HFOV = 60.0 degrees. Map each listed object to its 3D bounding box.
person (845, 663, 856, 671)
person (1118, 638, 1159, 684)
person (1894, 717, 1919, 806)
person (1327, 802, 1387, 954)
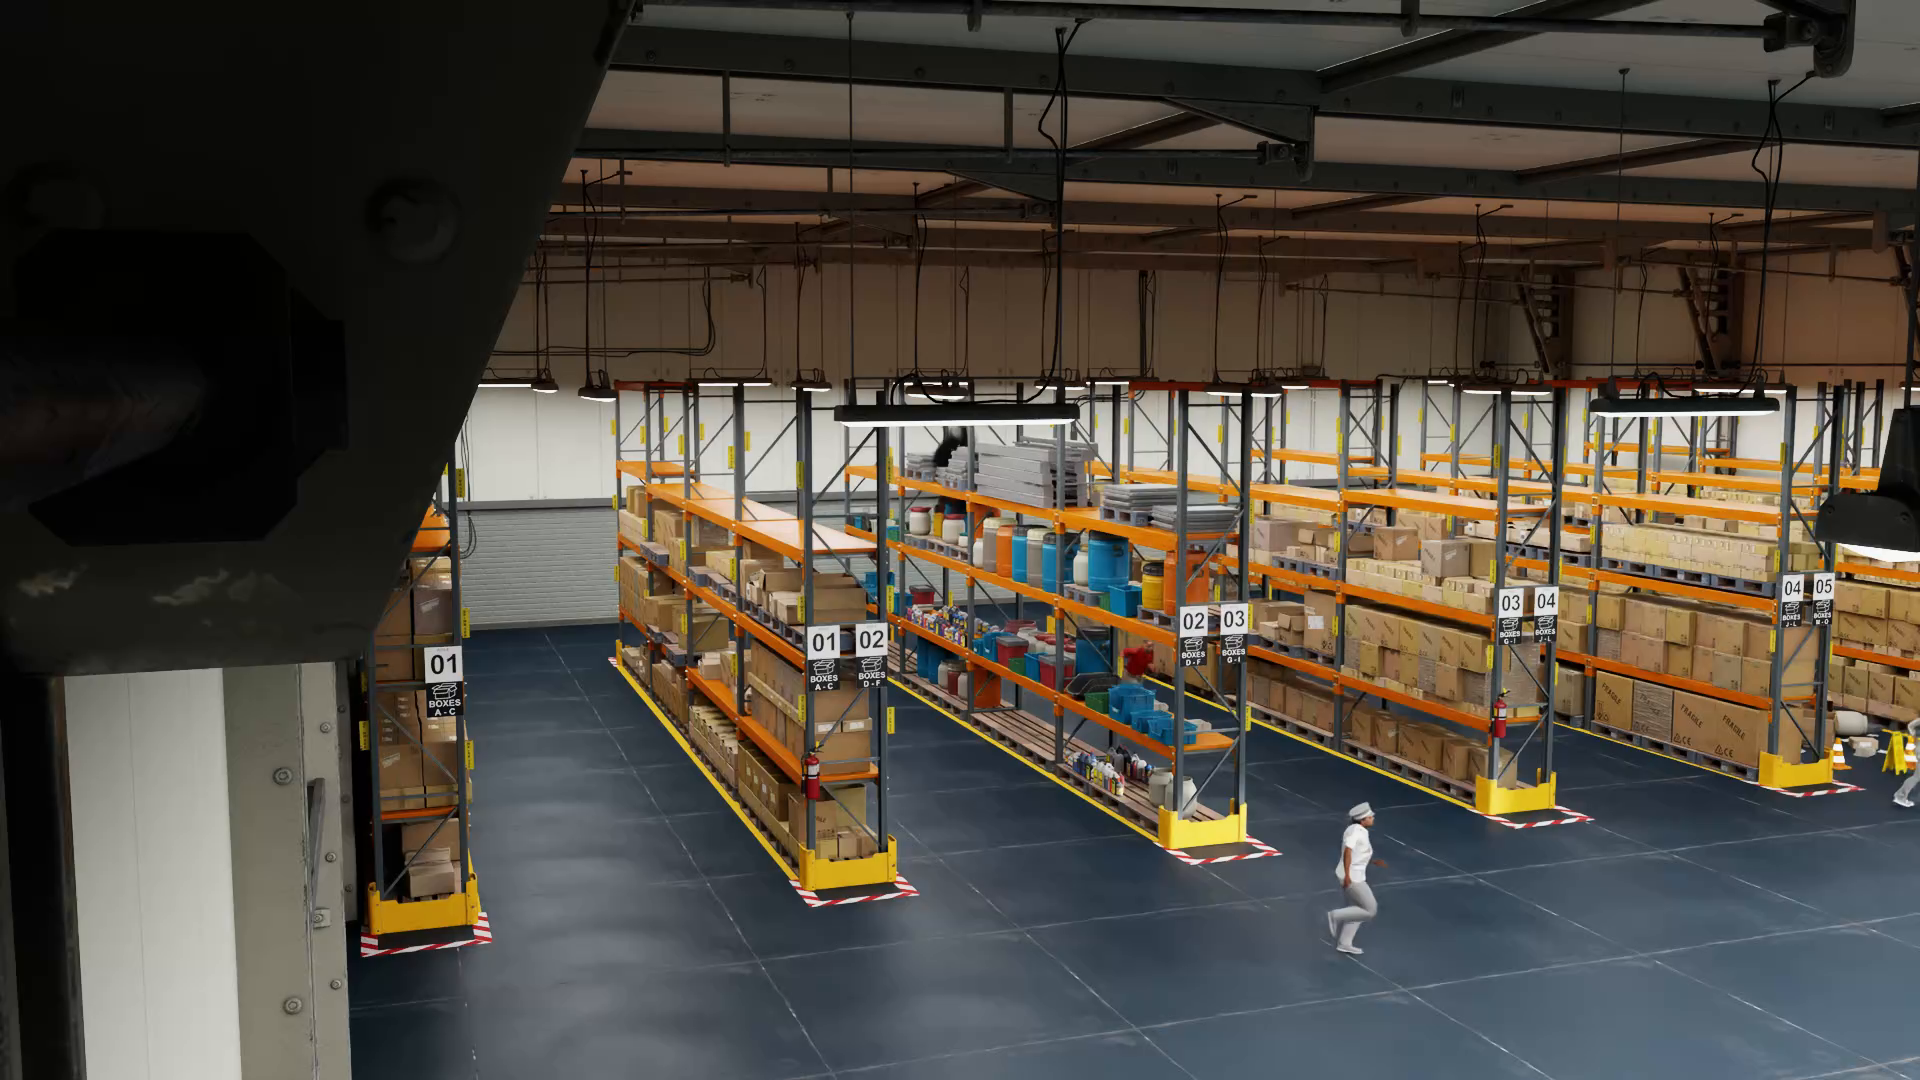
[{"bbox_3d":[-2.007,2.245,30.994,0.753,1.743,1.057,-3,7,-27],"label":"person"},{"bbox_3d":[3.098,2.466,29.315,0.695,1.552,0.889,-5,8,-41],"label":"person"},{"bbox_3d":[13.659,3.069,23.508,0.727,1.596,0.559,3,7,24],"label":"person"},{"bbox_3d":[4.276,3.642,17.880,0.638,1.649,0.615,0,6,4],"label":"person"}]
